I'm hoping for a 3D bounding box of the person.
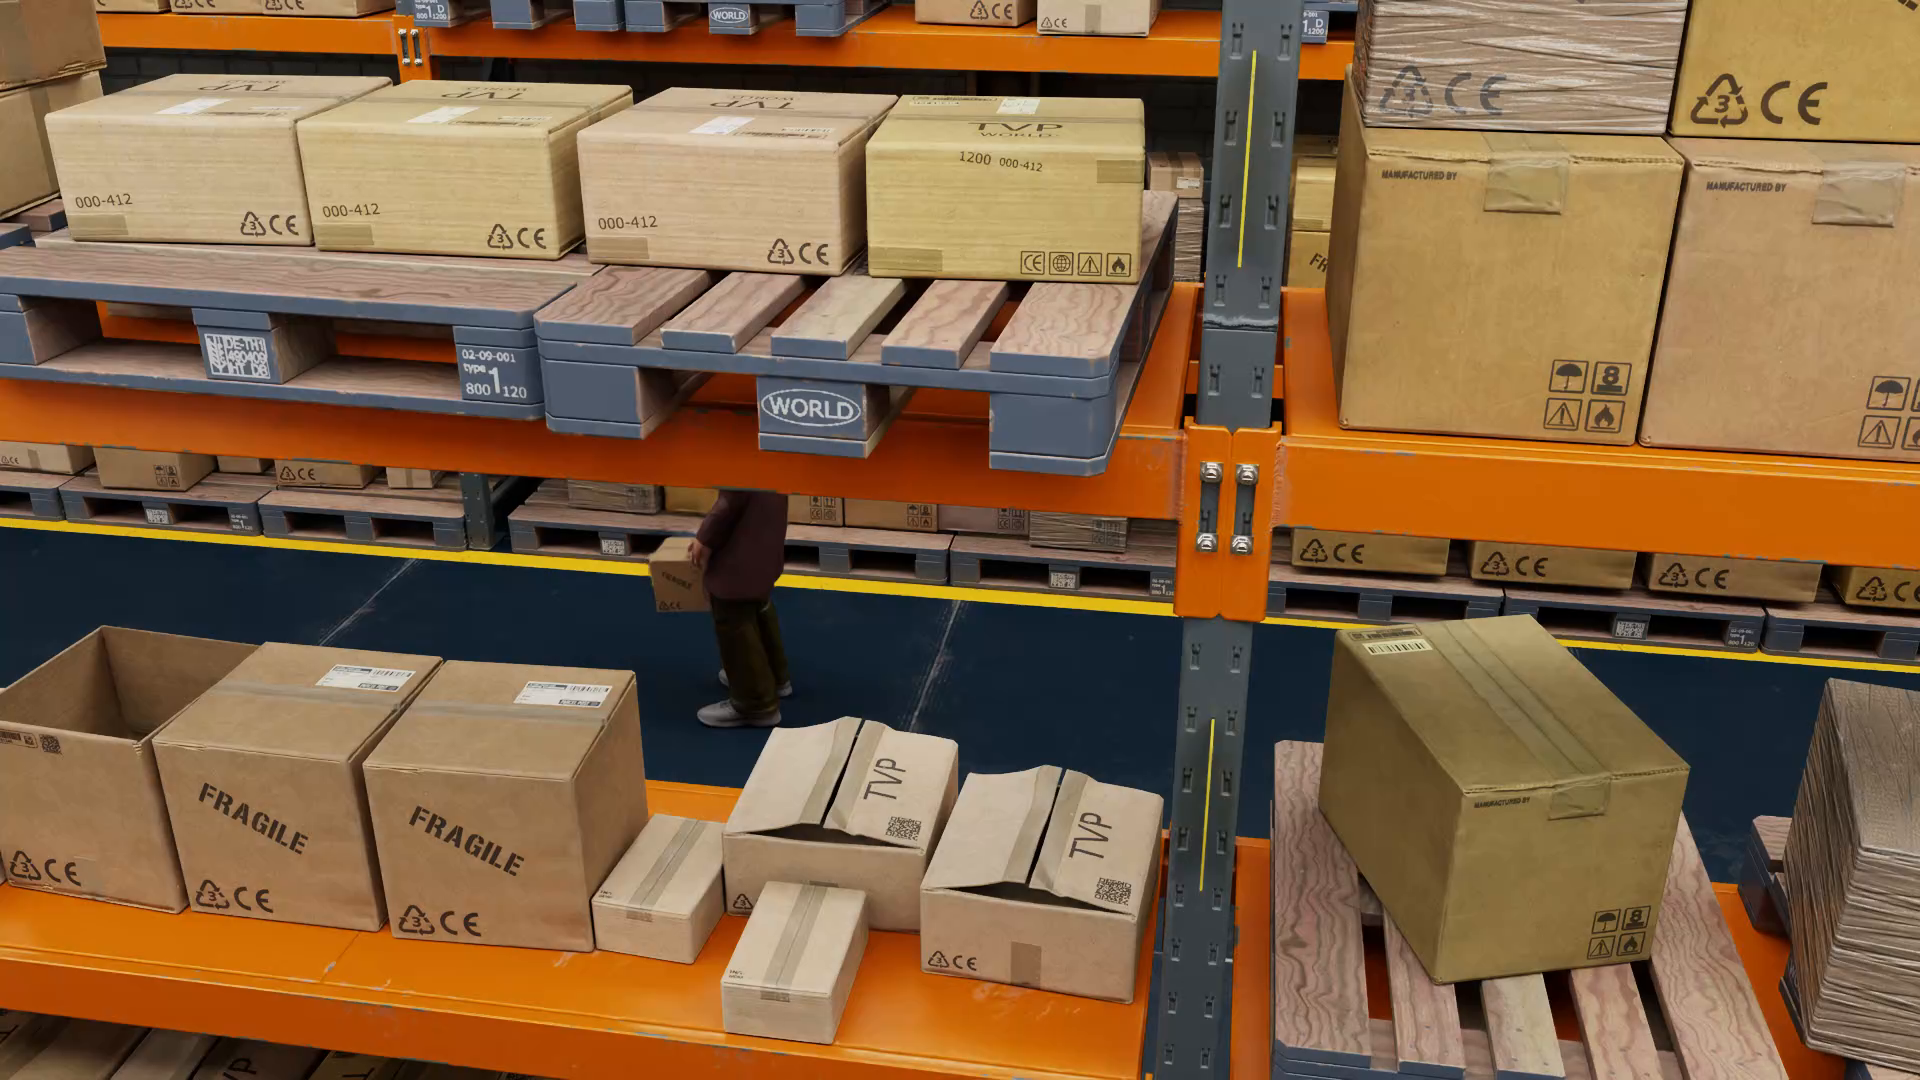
[{"bbox_3d":[-0.950,-0.039,7.202,0.424,1.779,0.586,3,25,7],"label":"person"}]
